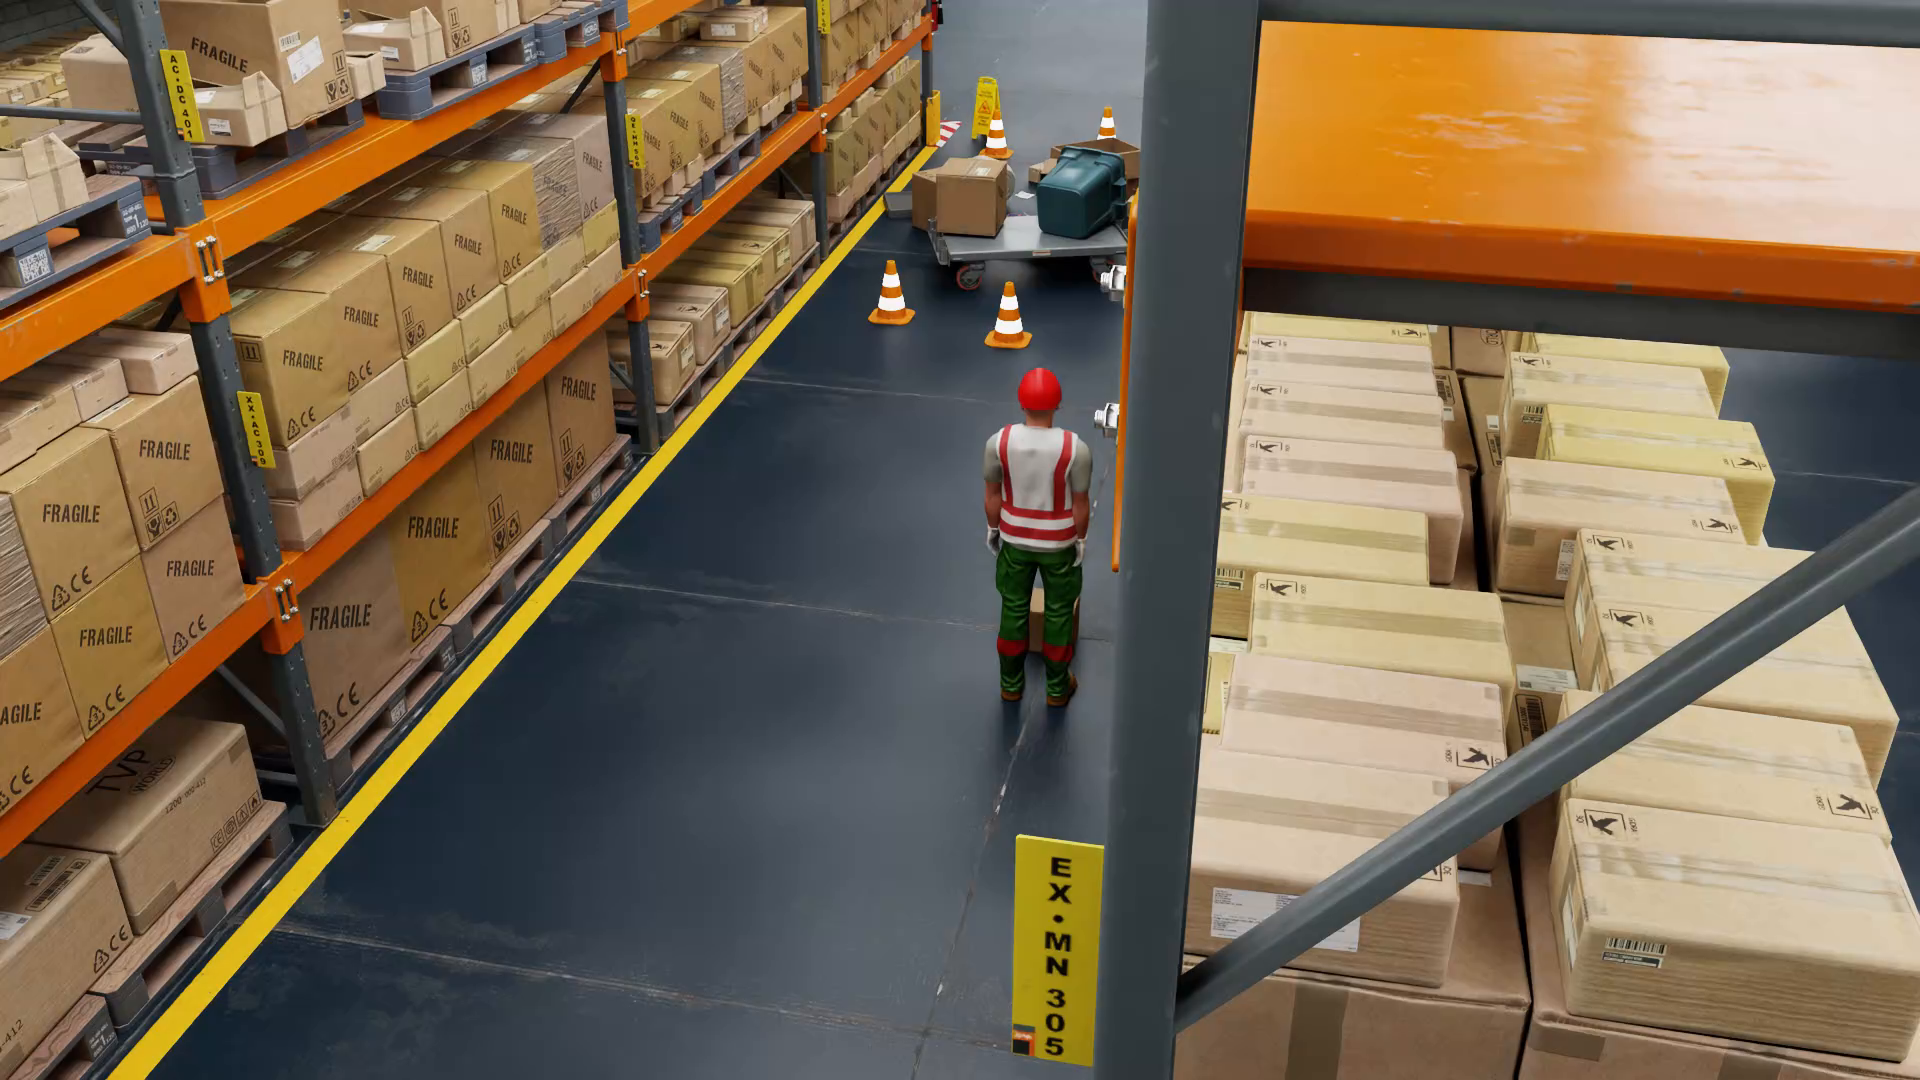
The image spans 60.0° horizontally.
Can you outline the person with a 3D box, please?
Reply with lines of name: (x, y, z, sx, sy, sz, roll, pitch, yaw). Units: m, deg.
person: (0.379, -0.011, 8.118, 0.524, 1.787, 0.339, 7, 29, 12)
